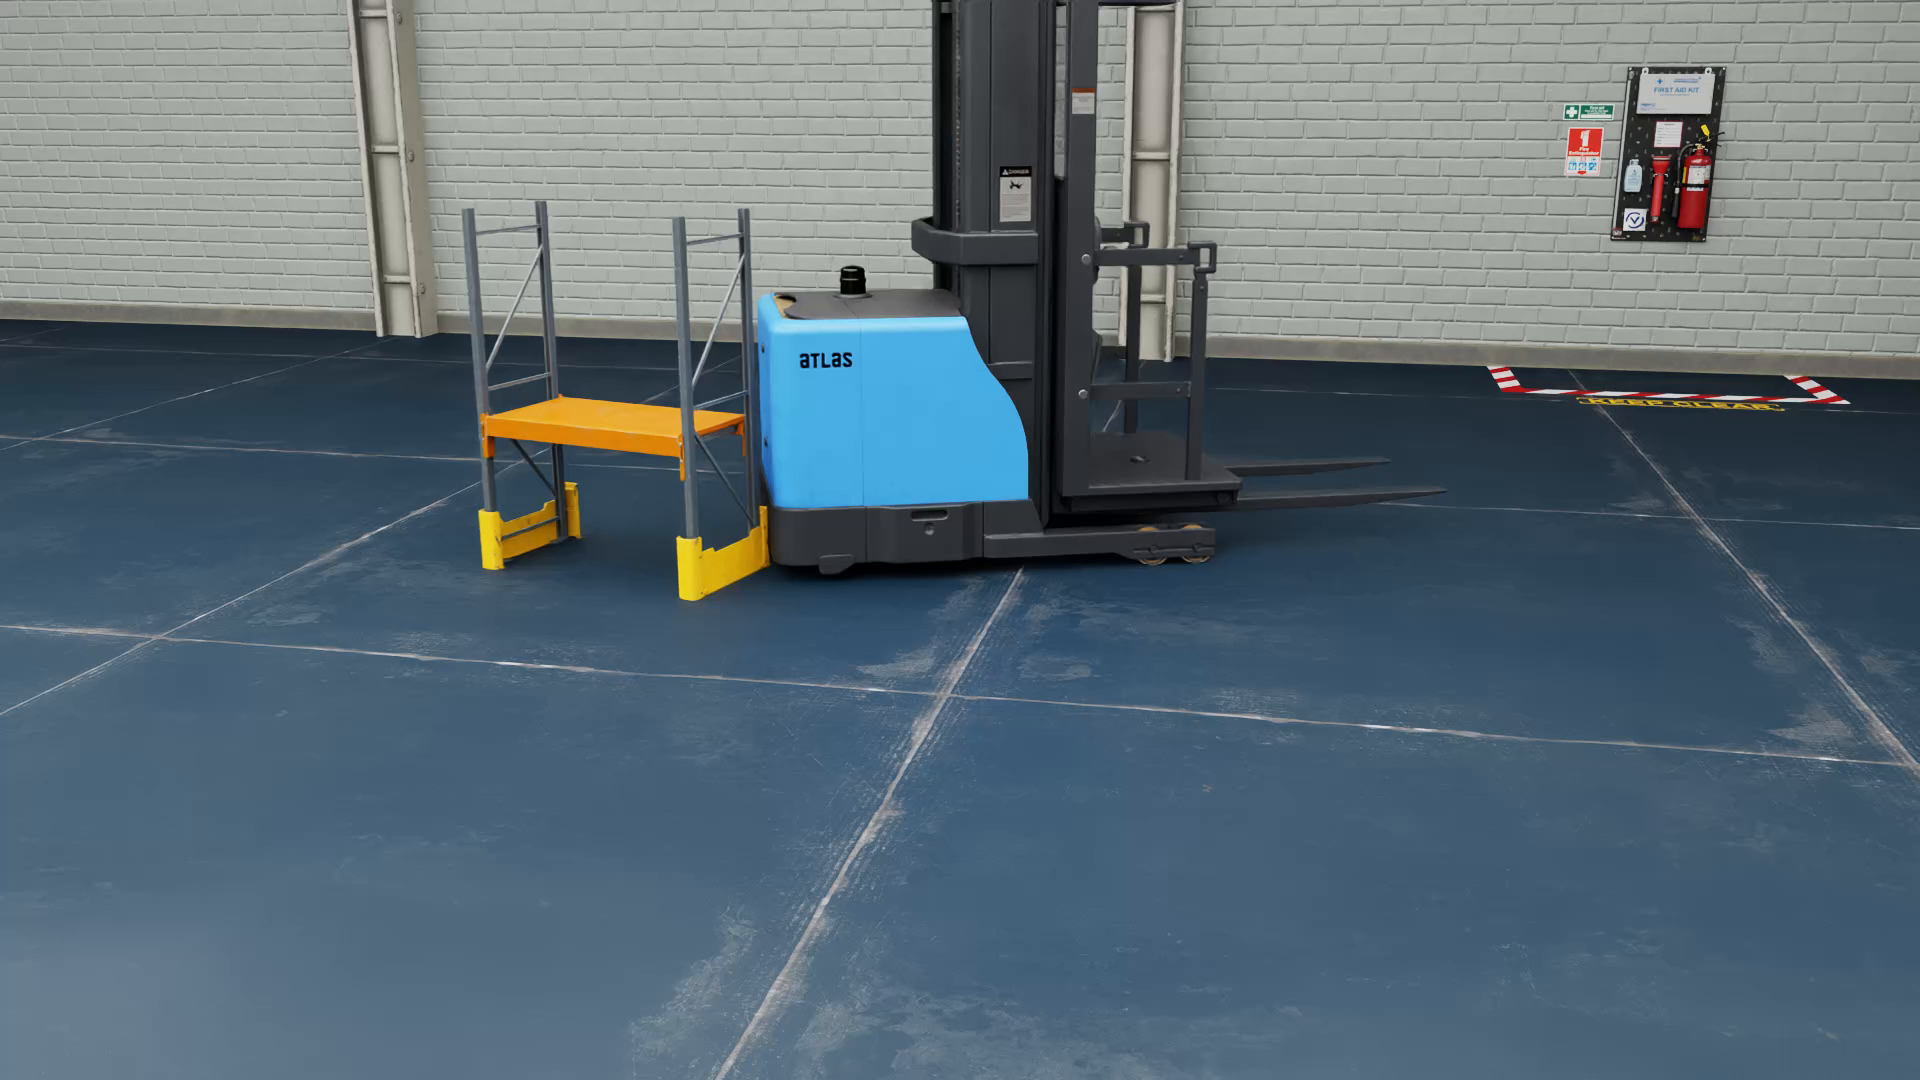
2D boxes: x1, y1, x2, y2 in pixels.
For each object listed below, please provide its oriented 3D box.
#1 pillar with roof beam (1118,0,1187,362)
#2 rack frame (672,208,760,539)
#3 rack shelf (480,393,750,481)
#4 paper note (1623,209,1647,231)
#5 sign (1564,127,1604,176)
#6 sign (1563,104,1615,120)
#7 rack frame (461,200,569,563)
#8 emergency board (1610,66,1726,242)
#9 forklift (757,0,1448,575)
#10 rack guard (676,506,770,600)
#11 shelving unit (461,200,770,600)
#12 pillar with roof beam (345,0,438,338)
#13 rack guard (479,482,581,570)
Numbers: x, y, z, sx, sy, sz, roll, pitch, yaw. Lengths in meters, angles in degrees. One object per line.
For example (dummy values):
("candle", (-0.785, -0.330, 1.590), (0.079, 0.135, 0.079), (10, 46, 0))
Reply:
("pillar with roof beam", (0.531, -4.567, 7.123), (0.400, 9.000, 9.100), (3, 16, 11))
("rack frame", (-0.968, -0.556, 6.689), (0.032, 1.500, 0.500), (7, 17, 24))
("rack shelf", (-1.428, -0.440, 6.945), (1.000, 0.185, 0.538), (7, 17, 24))
("paper note", (4.695, -2.228, 11.565), (0.142, 0.148, 0.016), (3, 16, 11))
("sign", (4.333, -2.698, 11.547), (0.234, 0.329, 0.001), (3, 16, 11))
("sign", (4.336, -2.951, 11.467), (0.331, 0.109, 0.001), (3, 16, 11))
("rack frame", (-1.889, -0.671, 7.105), (0.032, 1.500, 0.500), (7, 17, 24))
("emergency board", (4.854, -2.625, 11.348), (0.643, 1.169, 0.194), (3, 16, 11))
("forklift", (0.643, -1.438, 7.193), (3.031, 2.935, 1.130), (-3, 16, -9))
("rack guard", (-0.969, 0.046, 6.856), (0.087, 0.250, 0.587), (7, 17, 24))
("shelving unit", (-1.420, -0.612, 6.893), (1.083, 1.500, 0.587), (7, 17, 24))
("pillar with roof beam", (-5.349, -4.886, 8.276), (0.400, 9.000, 9.100), (3, 16, 11))
("rack guard", (-1.871, -0.066, 7.264), (0.087, 0.250, 0.587), (7, 17, 24))
